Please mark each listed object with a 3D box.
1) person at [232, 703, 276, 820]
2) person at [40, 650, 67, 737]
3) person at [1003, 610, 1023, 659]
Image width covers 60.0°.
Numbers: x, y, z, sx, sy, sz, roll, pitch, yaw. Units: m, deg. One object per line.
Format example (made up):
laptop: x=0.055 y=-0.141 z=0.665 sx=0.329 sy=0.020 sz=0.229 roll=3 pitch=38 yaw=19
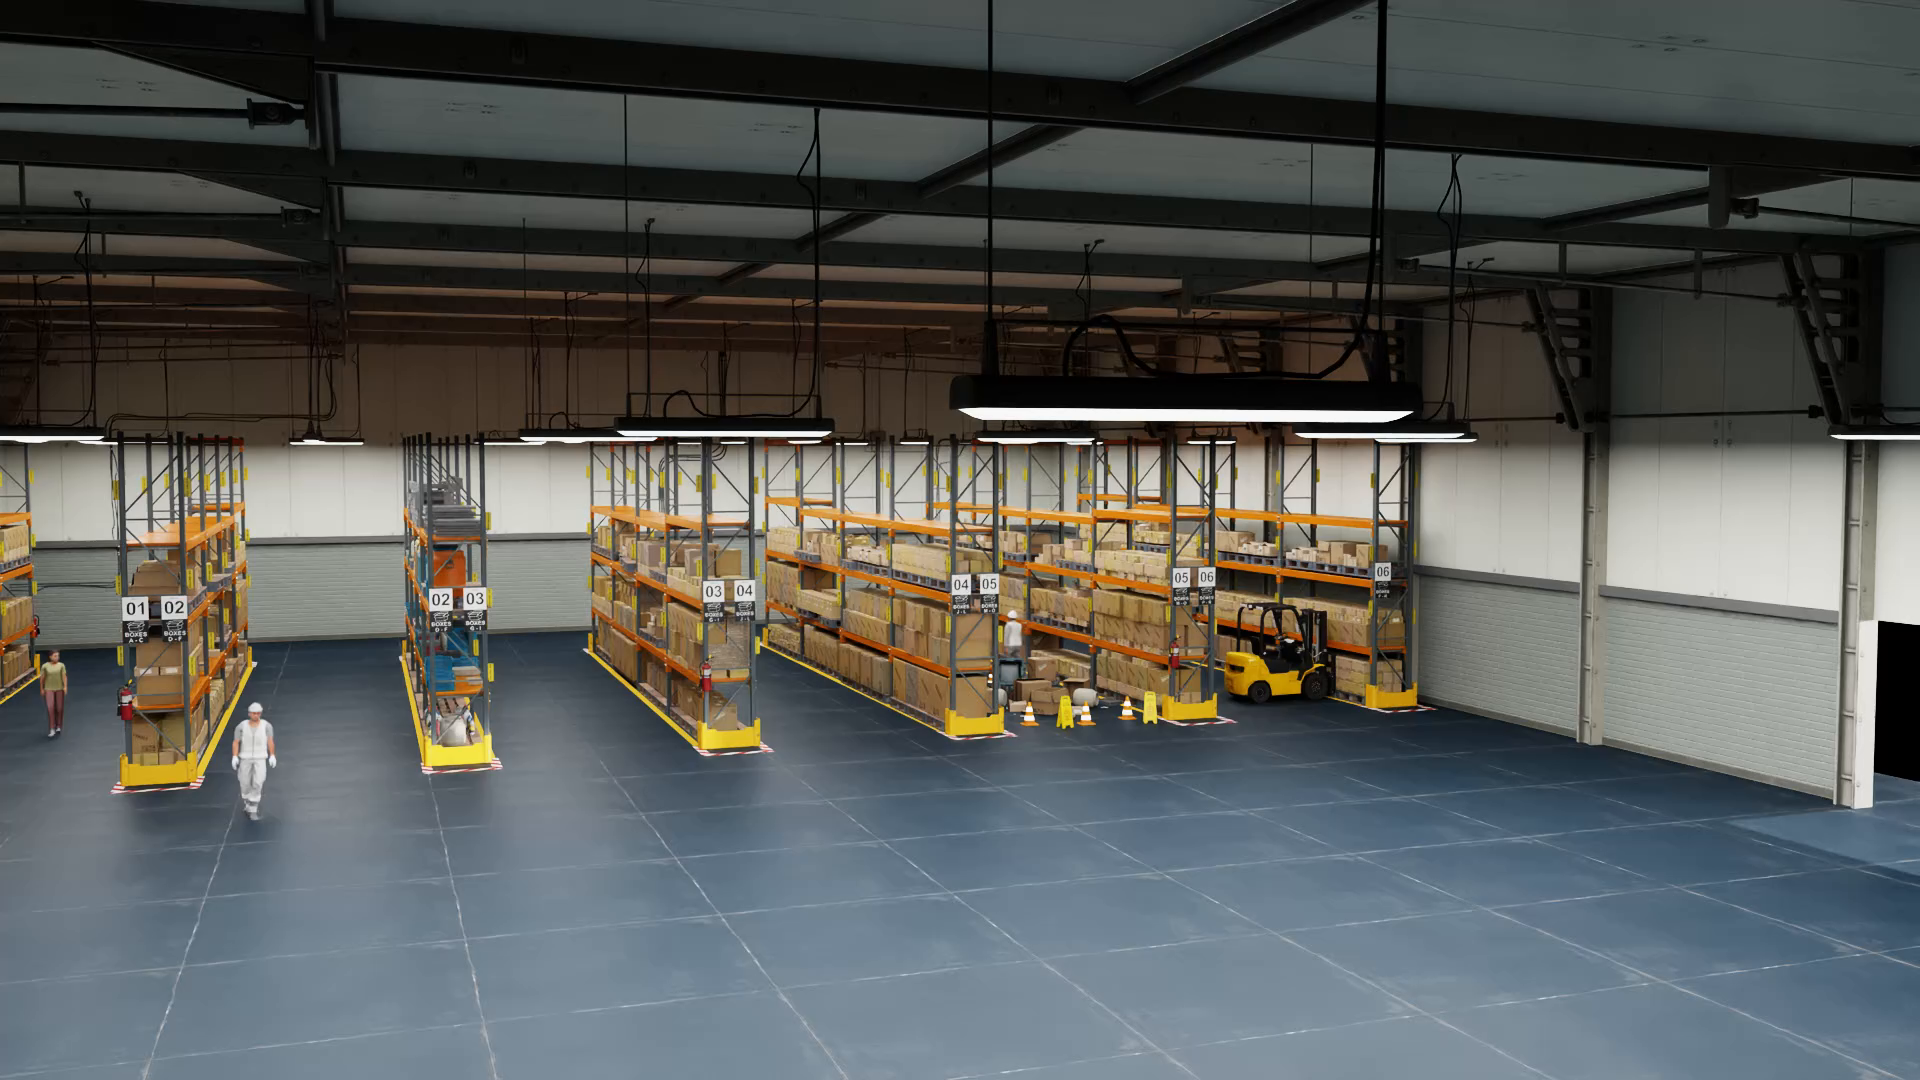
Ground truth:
person: x=-10.961 y=3.431 z=25.822 sx=0.638 sy=1.815 sz=0.659 roll=-1 pitch=3 yaw=-24
person: x=-18.112 y=3.060 z=33.312 sx=0.466 sy=1.669 sz=0.690 roll=-3 pitch=4 yaw=-41
person: x=1.312 y=2.620 z=40.448 sx=0.570 sy=1.814 sz=0.624 roll=-2 pitch=4 yaw=-33
